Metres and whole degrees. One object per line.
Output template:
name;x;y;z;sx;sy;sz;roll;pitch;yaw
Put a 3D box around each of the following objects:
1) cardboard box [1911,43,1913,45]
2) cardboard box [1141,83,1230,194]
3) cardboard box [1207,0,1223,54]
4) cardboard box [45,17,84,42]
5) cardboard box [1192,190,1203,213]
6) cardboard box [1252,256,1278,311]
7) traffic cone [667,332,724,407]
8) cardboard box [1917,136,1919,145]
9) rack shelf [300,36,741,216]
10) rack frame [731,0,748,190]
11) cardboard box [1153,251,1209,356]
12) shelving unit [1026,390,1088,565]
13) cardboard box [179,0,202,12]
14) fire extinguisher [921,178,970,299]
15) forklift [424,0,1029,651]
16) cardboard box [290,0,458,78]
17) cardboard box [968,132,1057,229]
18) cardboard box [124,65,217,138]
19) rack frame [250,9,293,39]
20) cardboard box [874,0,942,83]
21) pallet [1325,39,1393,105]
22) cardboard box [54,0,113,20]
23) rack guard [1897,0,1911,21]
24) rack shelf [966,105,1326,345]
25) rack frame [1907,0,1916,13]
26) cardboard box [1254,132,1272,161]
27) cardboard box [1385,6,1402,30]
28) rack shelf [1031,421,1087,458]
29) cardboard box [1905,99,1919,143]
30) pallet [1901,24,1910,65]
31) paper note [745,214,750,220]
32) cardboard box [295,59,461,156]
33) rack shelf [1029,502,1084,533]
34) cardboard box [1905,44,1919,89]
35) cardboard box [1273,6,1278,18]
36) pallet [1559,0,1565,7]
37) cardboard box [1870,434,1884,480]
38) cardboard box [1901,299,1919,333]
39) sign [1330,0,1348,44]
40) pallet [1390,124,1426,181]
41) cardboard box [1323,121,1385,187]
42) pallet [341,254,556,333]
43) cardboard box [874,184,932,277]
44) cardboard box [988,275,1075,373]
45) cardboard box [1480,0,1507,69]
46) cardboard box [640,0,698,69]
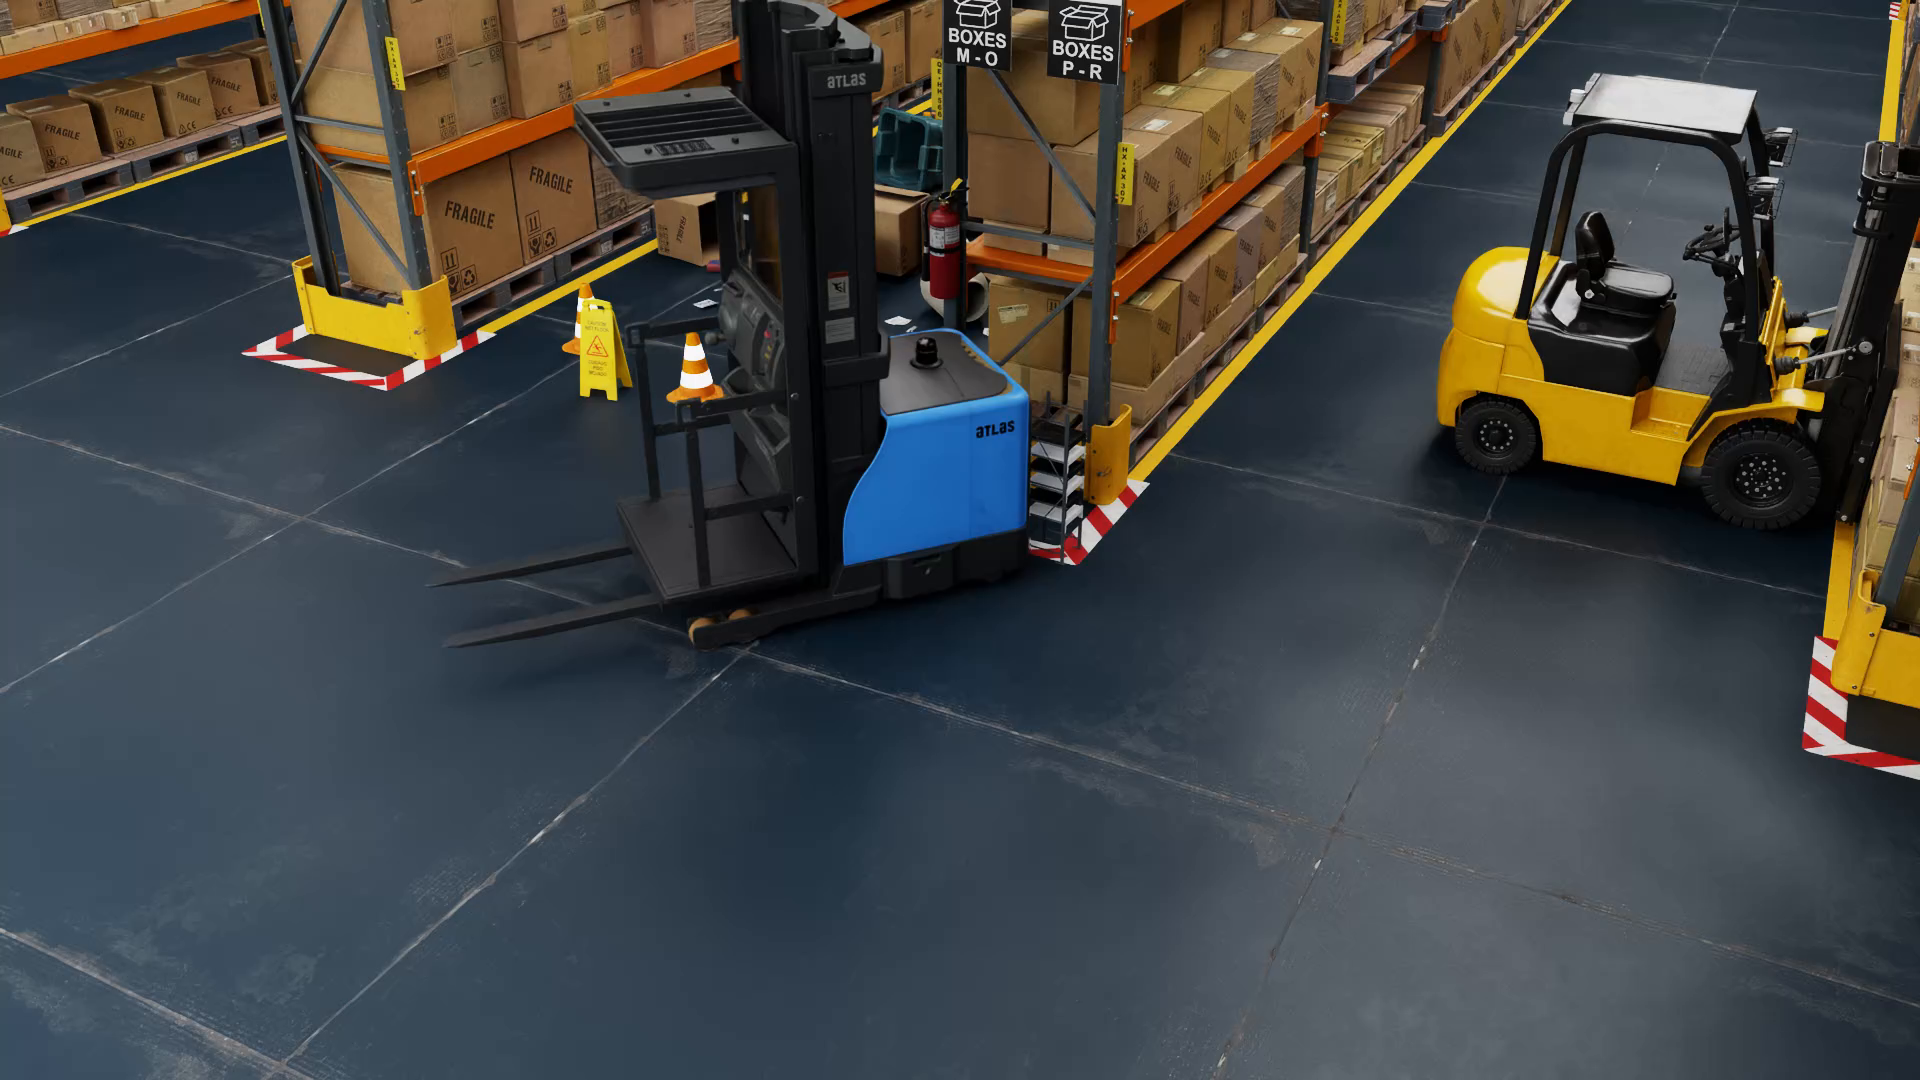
cardboard box;10.418;-5.327;17.839;0.396;0.266;0.258;16;33;25
cardboard box;1.303;-2.440;10.087;0.500;0.500;0.500;14;33;22
cardboard box;1.300;-3.459;10.858;0.700;0.500;0.500;14;33;22
cardboard box;-7.630;-4.314;14.002;0.380;0.149;0.250;14;33;23
cardboard box;1.255;-2.097;10.142;0.380;0.149;0.250;15;33;25
cardboard box;1.935;-1.865;11.825;0.500;0.250;0.500;13;32;22
traffic cone;-1.719;-1.148;10.784;0.336;0.463;0.334;14;33;23
cardboard box;8.145;-2.965;13.363;0.875;0.625;0.625;15;33;25
rack shelf;-3.165;-3.316;12.735;1.077;0.370;4.000;14;33;23
rack frame;-2.254;-4.515;14.100;1.000;3.000;0.127;14;33;23
cardboard box;1.235;-1.517;10.466;0.500;0.500;0.500;13;32;21
shelving unit;0.511;-0.328;8.917;0.258;0.900;0.210;17;34;26
cardboard box;-7.073;-4.871;14.973;0.380;0.149;0.250;14;33;23
fire extinguisher;-0.086;-1.684;9.248;0.296;0.674;0.183;14;33;23
forklift;-1.201;-1.016;8.075;3.031;2.935;1.130;-12;32;-20
cardboard box;-3.873;-3.431;10.977;0.875;0.550;0.550;14;33;23
cardboard box;0.378;-2.139;9.564;0.500;0.500;0.500;14;33;22
cardboard box;-7.308;-4.066;15.407;0.500;0.500;0.500;11;32;19
rack frame;-6.623;-5.685;16.138;1.000;3.000;0.127;14;33;23
cardboard box;-0.789;-5.245;17.209;1.050;0.750;0.750;14;33;23
pallet;2.676;-3.659;12.803;1.003;0.211;1.213;14;33;23
cardboard box;-7.783;-4.782;14.167;0.875;0.500;0.500;14;33;23
rack guard;12.051;-6.515;20.092;1.175;0.500;0.348;14;33;23
rack shelf;1.287;-2.238;10.858;1.077;0.370;4.000;14;33;23
rack frame;12.086;-7.632;19.528;1.000;3.000;0.127;14;33;23
cardboard box;1.864;-2.665;11.131;0.380;0.149;0.250;14;33;23
cardboard box;3.350;-4.255;13.478;0.380;0.149;0.250;16;33;25
rack shelf;0.512;-0.534;8.800;0.258;0.077;0.200;17;34;26
cardboard box;8.680;-3.640;14.664;0.500;0.500;0.500;14;33;23
pallet;11.132;-5.497;18.610;1.003;0.211;1.213;14;33;23
paper note;-1.754;-2.724;13.963;0.147;0.020;0.142;-7;31;-11
cardboard box;-3.948;-2.982;11.279;0.875;0.550;0.550;14;33;23
rack shelf;0.511;-0.143;9.023;0.258;0.077;0.200;17;34;26
cardboard box;9.843;-4.794;16.674;0.500;0.500;0.500;16;33;25
cardboard box;2.205;-4.048;12.466;0.500;0.500;0.500;14;33;22
pallet;7.371;-7.175;21.533;1.003;0.211;1.213;14;33;23
cardboard box;5.195;-0.486;8.921;0.500;0.250;0.500;14;33;22
cardboard box;5.661;-1.145;9.567;0.500;0.250;0.500;15;33;25
sign;2.685;-3.693;11.799;0.100;0.325;0.005;14;33;23
pallet;3.663;-3.655;15.402;1.003;0.211;1.213;14;33;23
cardboard box;3.075;-3.341;14.272;0.950;0.372;0.625;15;33;25
pallet;-3.782;-1.905;12.355;1.003;0.211;1.213;14;33;23
cardboard box;-0.659;-2.409;12.804;0.797;0.637;0.503;14;33;23
cardboard box;0.509;-1.393;10.250;0.500;0.500;0.500;15;33;24
cardboard box;5.227;-5.549;17.612;0.875;0.875;0.875;15;33;25
cardboard box;-2.642;-4.165;13.340;0.875;0.550;0.550;14;33;23
